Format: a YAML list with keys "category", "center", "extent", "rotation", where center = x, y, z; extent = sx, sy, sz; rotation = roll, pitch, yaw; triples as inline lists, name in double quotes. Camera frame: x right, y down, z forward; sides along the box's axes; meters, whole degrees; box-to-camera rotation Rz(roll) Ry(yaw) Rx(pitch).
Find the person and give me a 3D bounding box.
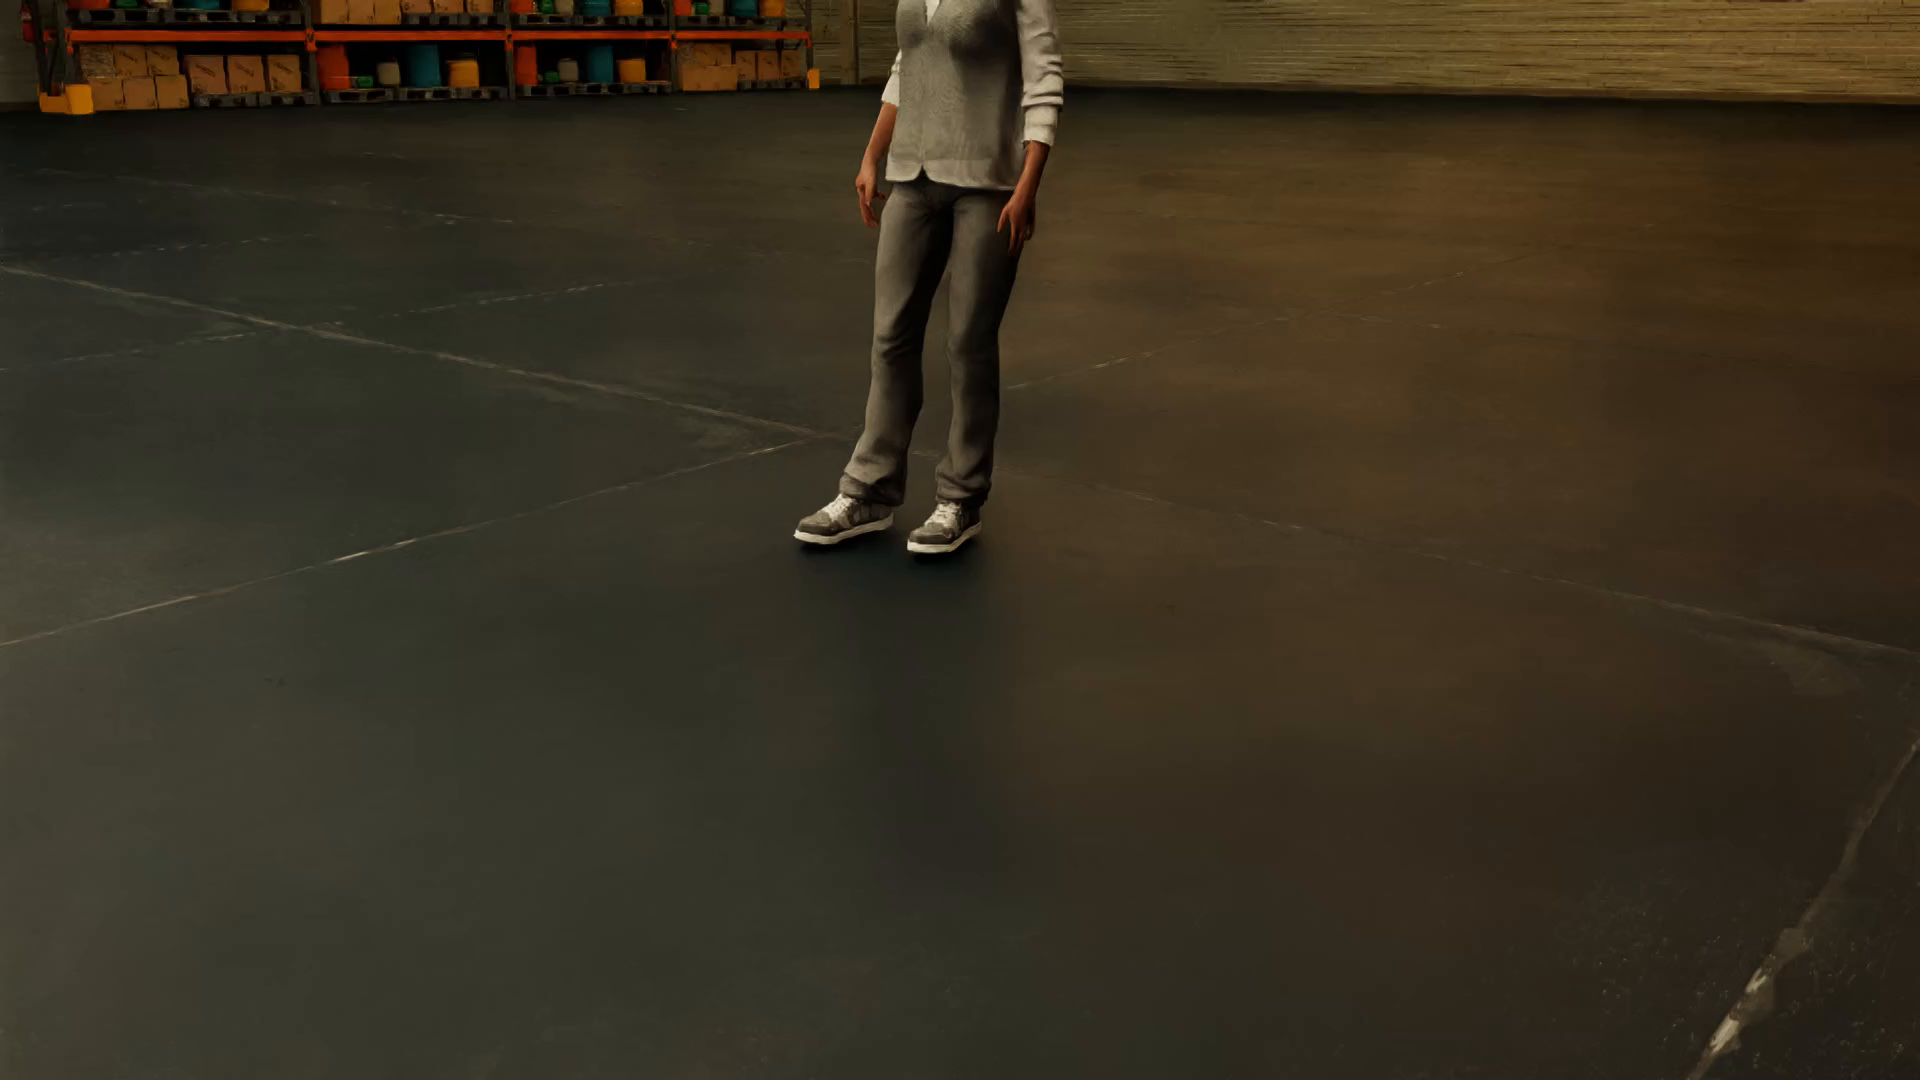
- category: "person"
  center: [-0.058, -0.757, 3.662]
  extent: [0.521, 1.597, 0.474]
  rotation: [13, 21, 37]
